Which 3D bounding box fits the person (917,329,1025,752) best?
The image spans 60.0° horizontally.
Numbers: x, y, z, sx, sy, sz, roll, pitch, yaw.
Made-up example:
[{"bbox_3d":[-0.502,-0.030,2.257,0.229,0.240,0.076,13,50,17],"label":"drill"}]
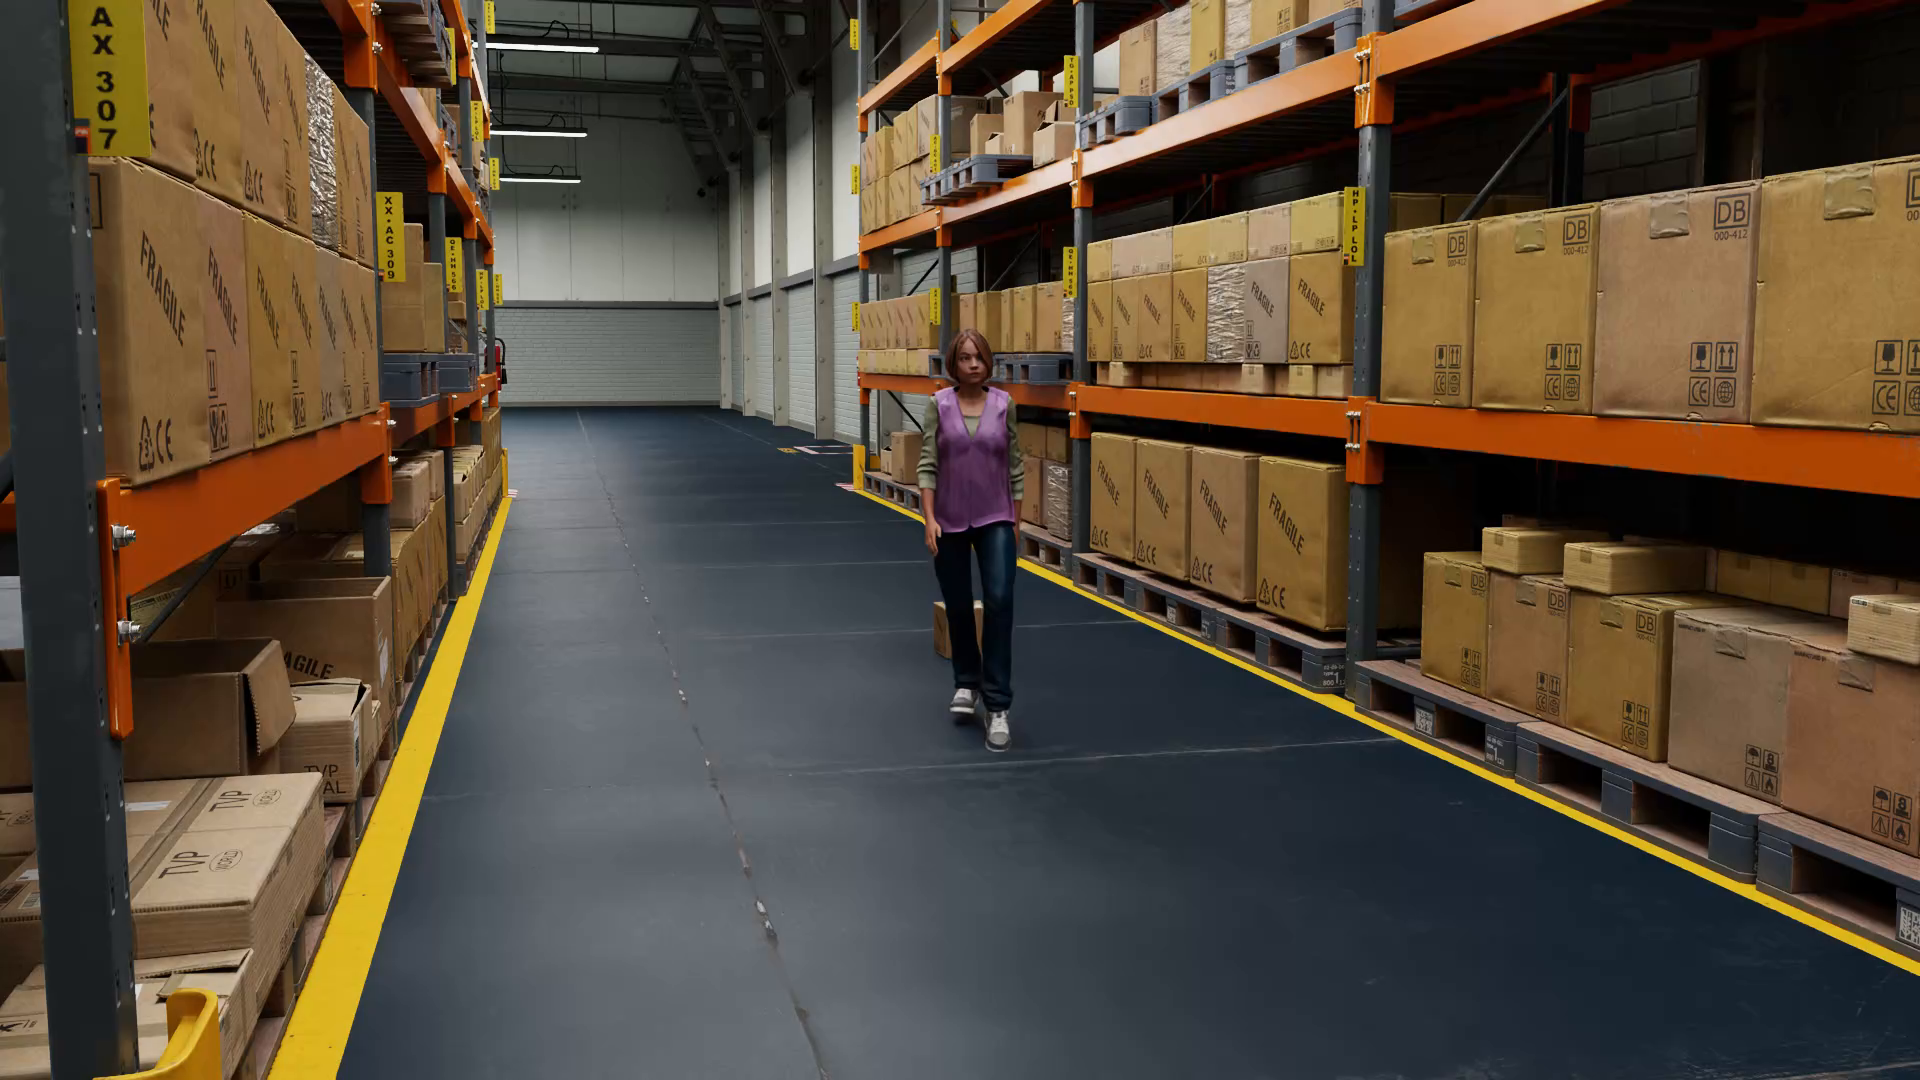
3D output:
[{"bbox_3d":[0.044,-0.024,6.599,0.429,1.619,0.716,0,6,2],"label":"person"}]
